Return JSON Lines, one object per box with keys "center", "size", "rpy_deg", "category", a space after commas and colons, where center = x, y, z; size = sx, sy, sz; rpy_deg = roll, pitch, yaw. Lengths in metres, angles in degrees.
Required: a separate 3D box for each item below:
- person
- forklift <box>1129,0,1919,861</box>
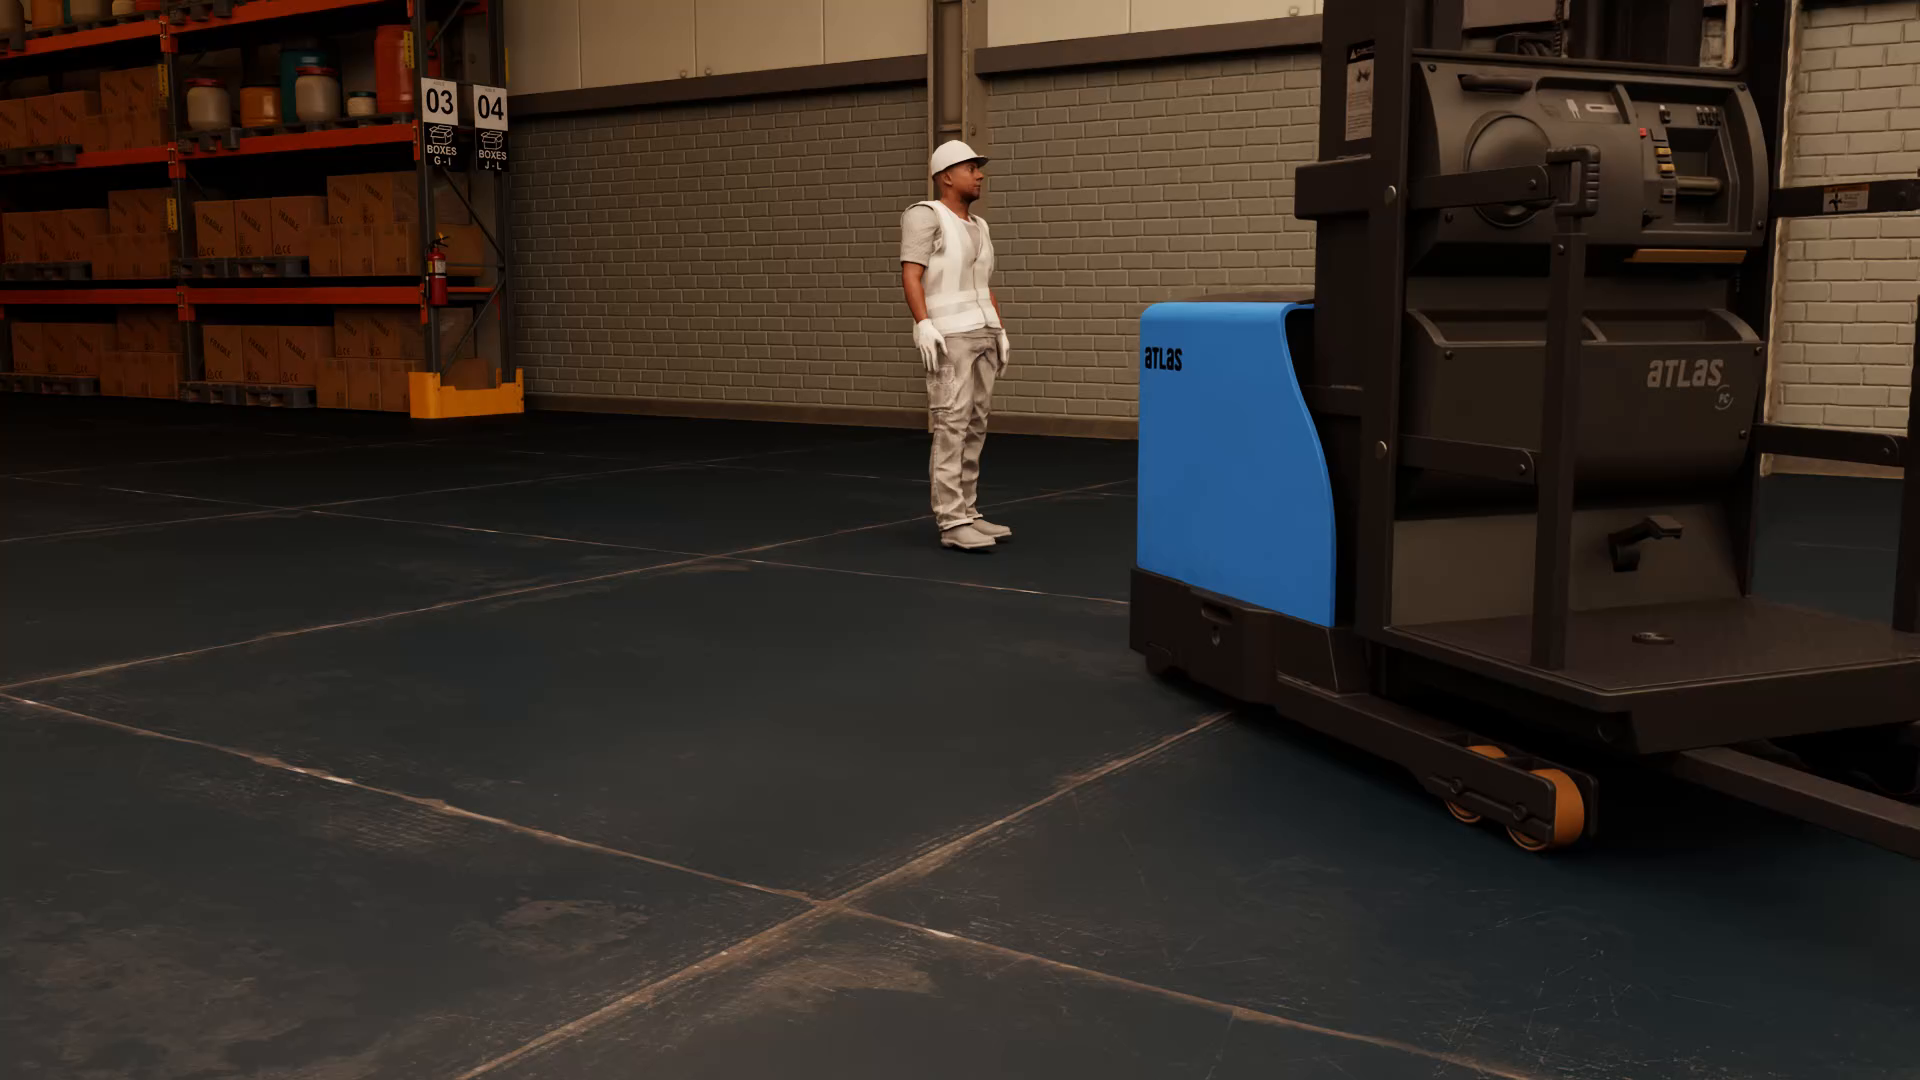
{"center": [0.055, -0.883, 7.430], "size": [0.575, 1.785, 0.657], "rpy_deg": [5, 10, 34], "category": "person"}
{"center": [1.514, -0.902, 3.538], "size": [1.130, 2.935, 3.031], "rpy_deg": [-3, 9, -22], "category": "forklift"}
